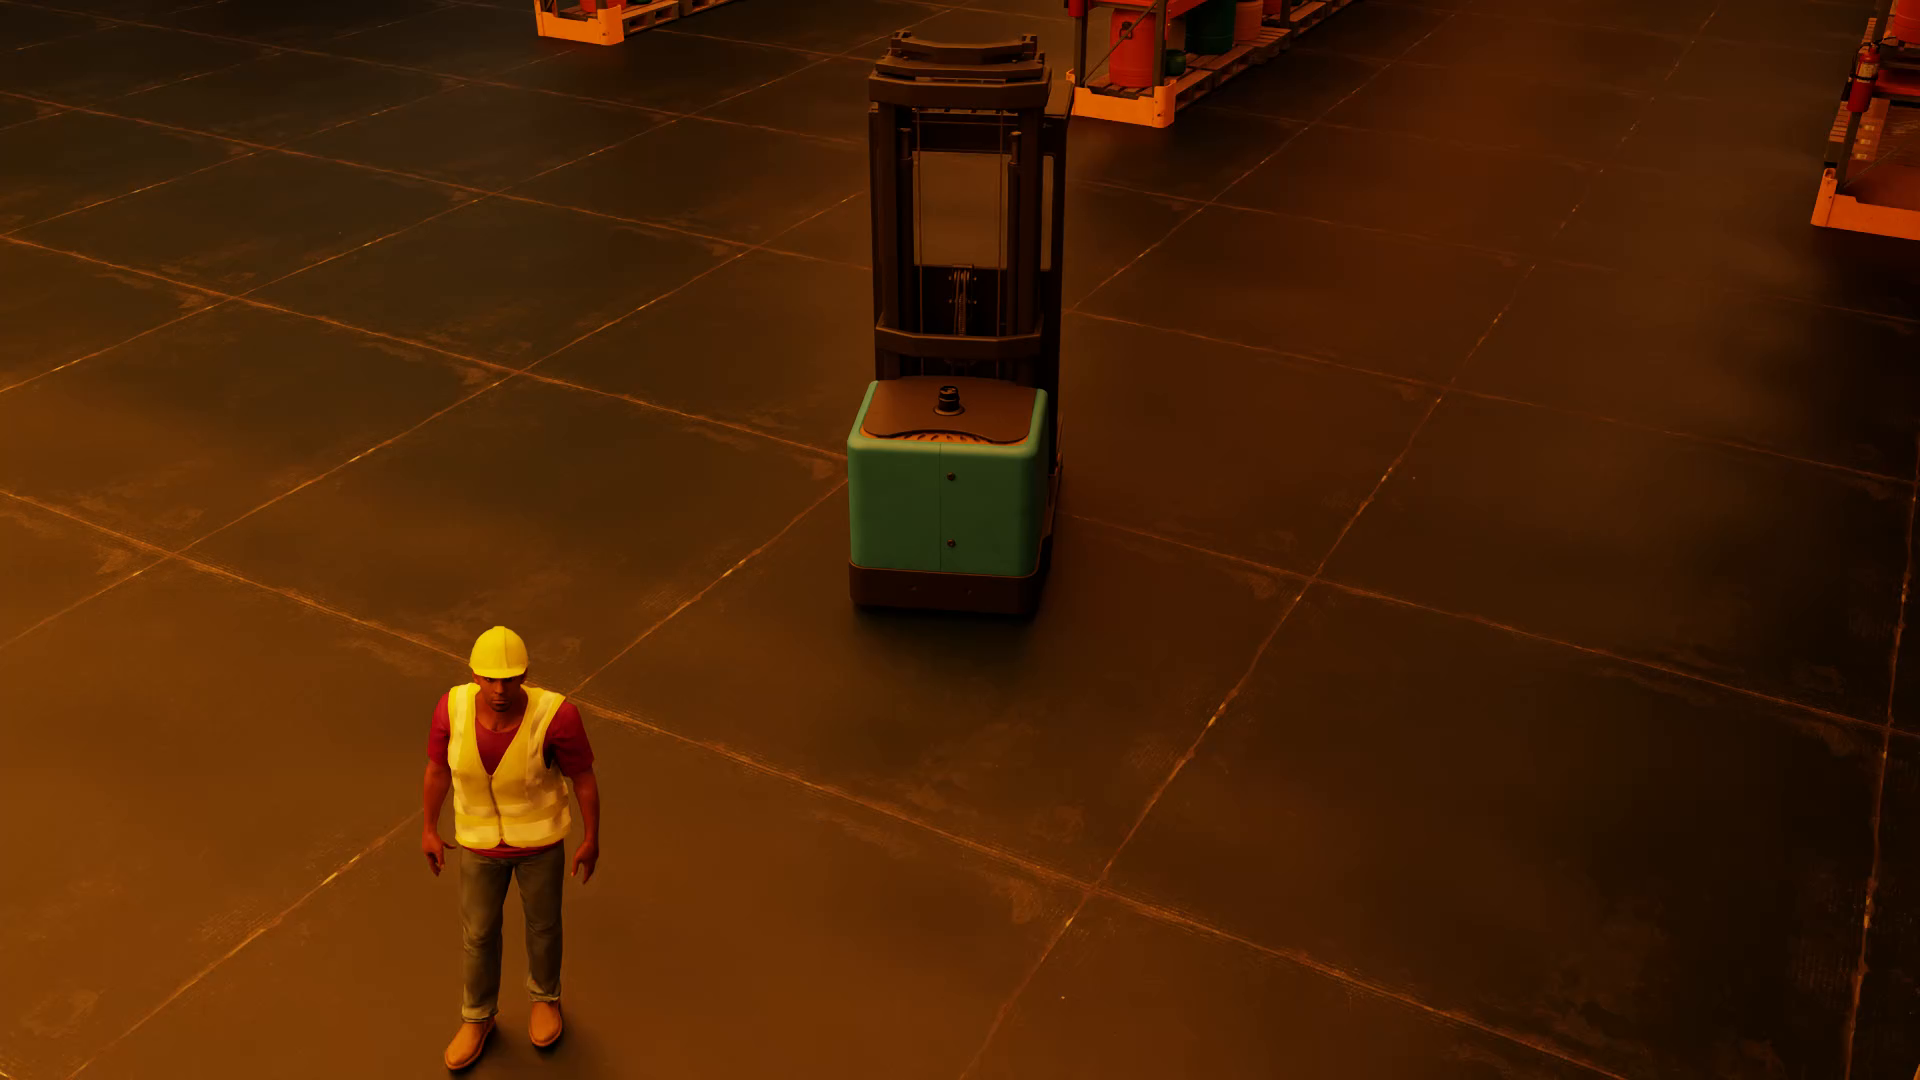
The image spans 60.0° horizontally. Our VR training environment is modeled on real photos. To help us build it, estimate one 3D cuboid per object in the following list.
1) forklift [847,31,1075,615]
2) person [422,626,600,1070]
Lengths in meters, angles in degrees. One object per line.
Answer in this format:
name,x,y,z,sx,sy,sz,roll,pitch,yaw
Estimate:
forklift,0.072,-1.572,9.794,1.130,2.935,3.031,3,30,6
person,-1.687,1.154,6.222,0.666,1.766,0.576,0,30,-1
